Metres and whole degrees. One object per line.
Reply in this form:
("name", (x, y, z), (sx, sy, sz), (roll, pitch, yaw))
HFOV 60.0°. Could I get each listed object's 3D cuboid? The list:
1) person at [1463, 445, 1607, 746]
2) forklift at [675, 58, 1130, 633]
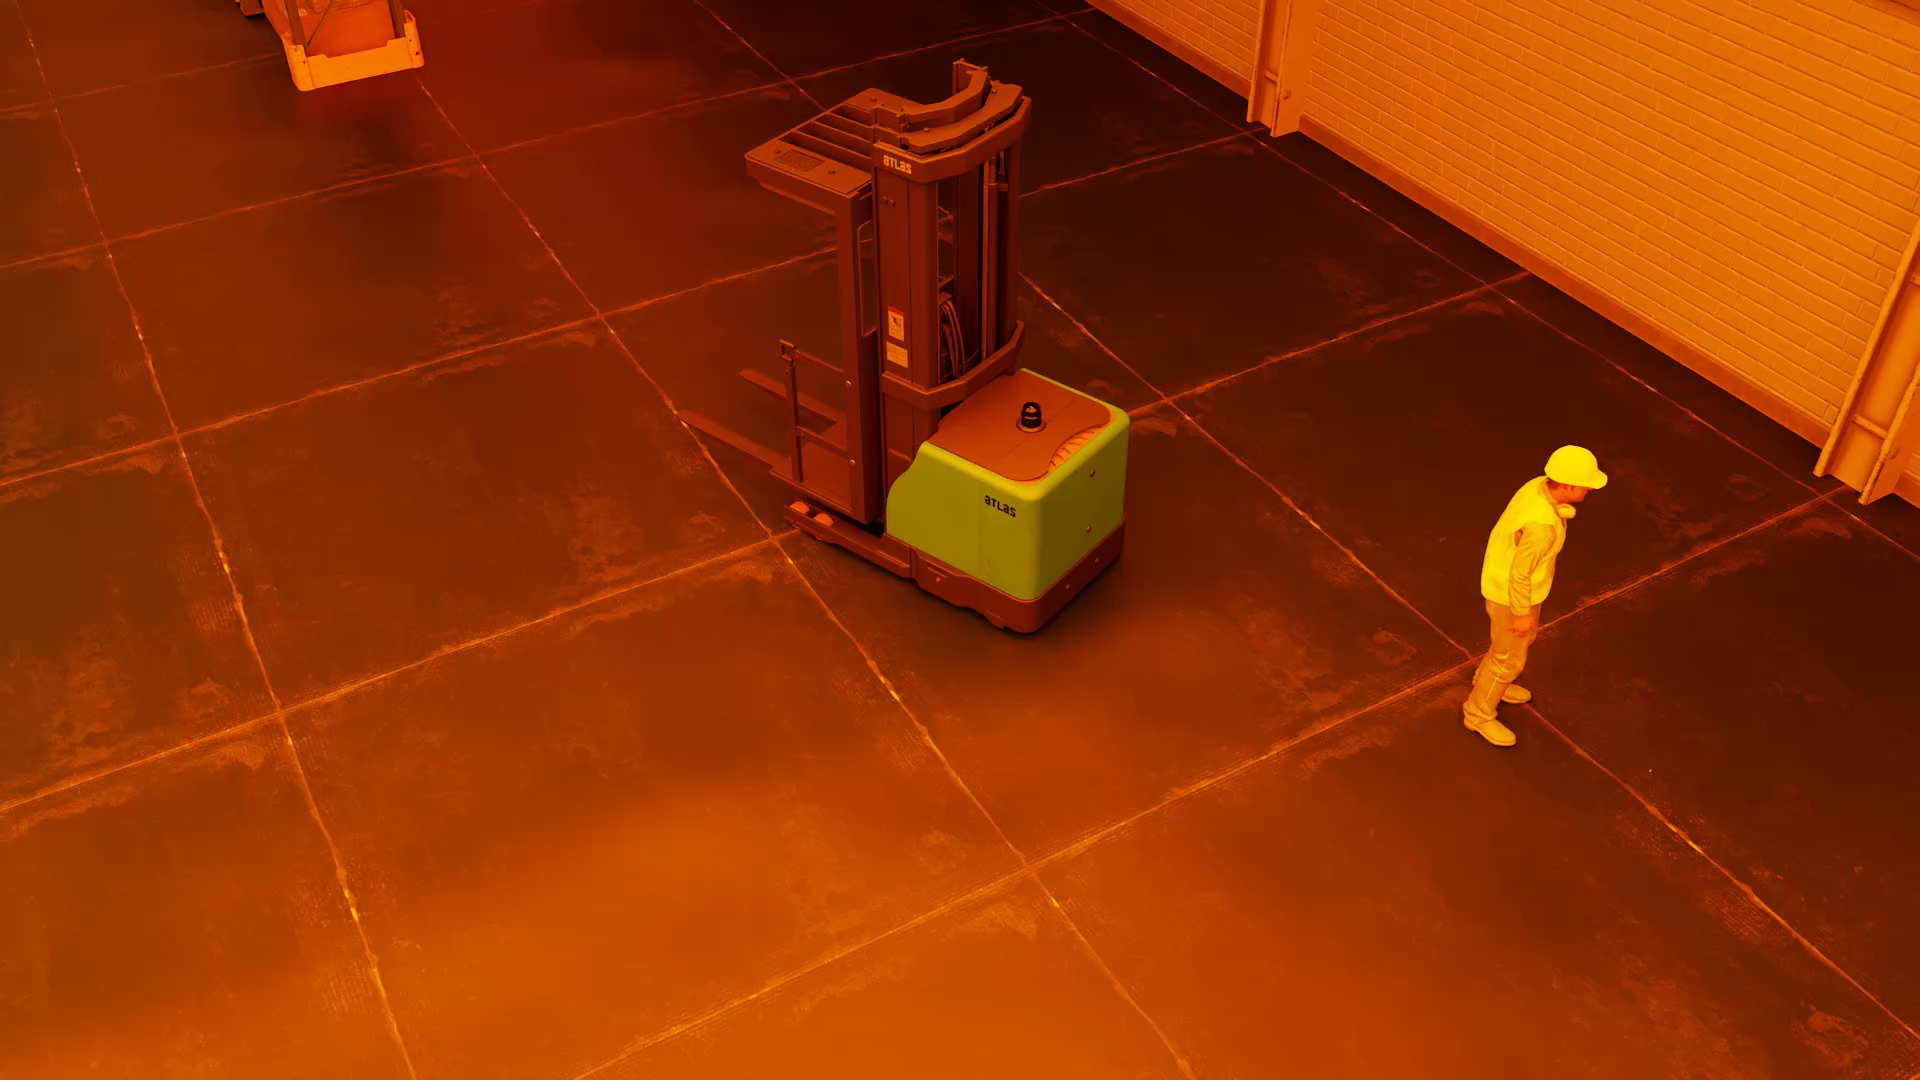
("person", (2.941, 0.240, 8.656), (0.465, 1.770, 0.592), (16, 42, 19))
("forklift", (-0.481, -1.366, 9.683), (3.031, 2.935, 1.130), (26, 46, 28))
